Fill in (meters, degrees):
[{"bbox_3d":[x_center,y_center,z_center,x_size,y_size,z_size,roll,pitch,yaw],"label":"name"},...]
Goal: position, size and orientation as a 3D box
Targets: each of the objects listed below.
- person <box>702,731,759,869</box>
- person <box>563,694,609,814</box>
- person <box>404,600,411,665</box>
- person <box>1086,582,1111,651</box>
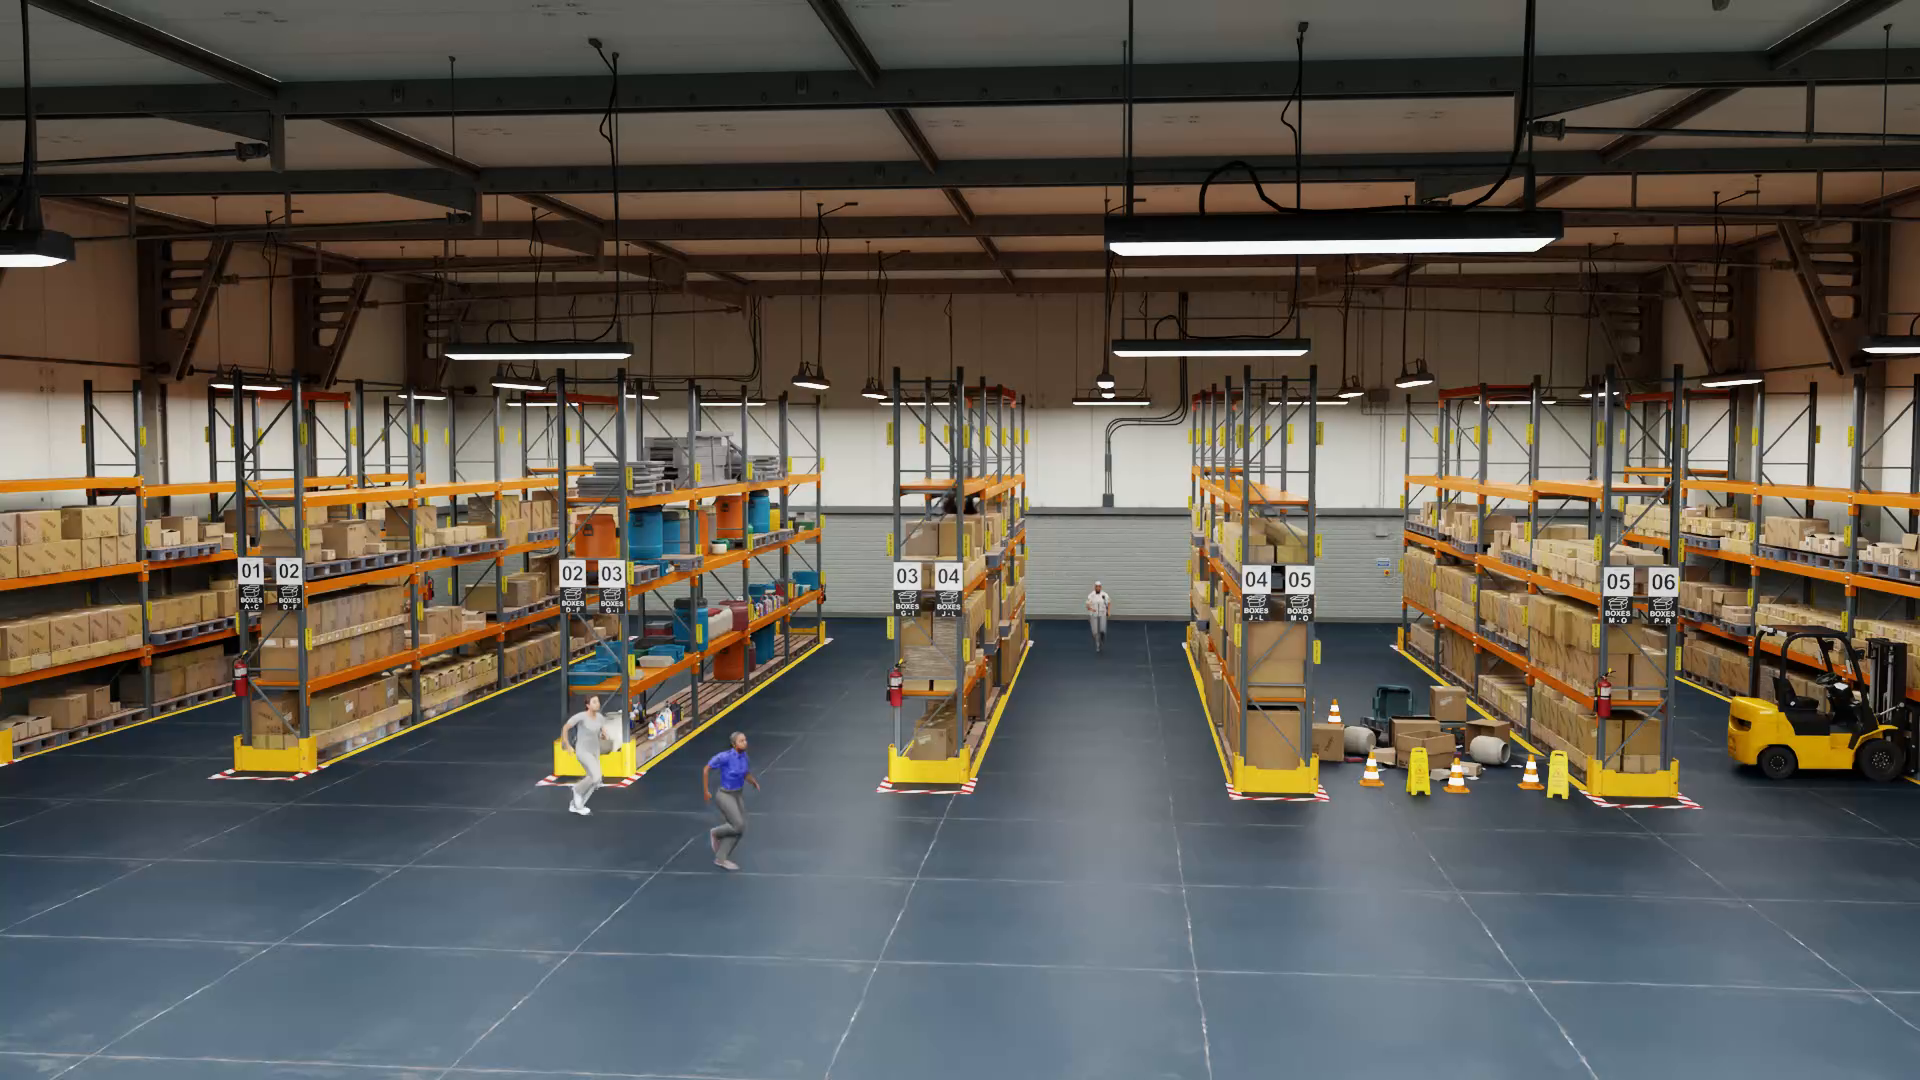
[{"bbox_3d":[-2.595,3.020,19.240,0.573,1.587,0.616,2,4,33],"label":"person"},{"bbox_3d":[-4.882,2.807,21.904,0.635,1.577,0.556,2,4,34],"label":"person"},{"bbox_3d":[-11.122,2.058,33.738,0.651,1.709,0.893,0,4,1],"label":"person"},{"bbox_3d":[3.234,1.785,38.783,0.600,1.628,0.538,0,4,4],"label":"person"}]
